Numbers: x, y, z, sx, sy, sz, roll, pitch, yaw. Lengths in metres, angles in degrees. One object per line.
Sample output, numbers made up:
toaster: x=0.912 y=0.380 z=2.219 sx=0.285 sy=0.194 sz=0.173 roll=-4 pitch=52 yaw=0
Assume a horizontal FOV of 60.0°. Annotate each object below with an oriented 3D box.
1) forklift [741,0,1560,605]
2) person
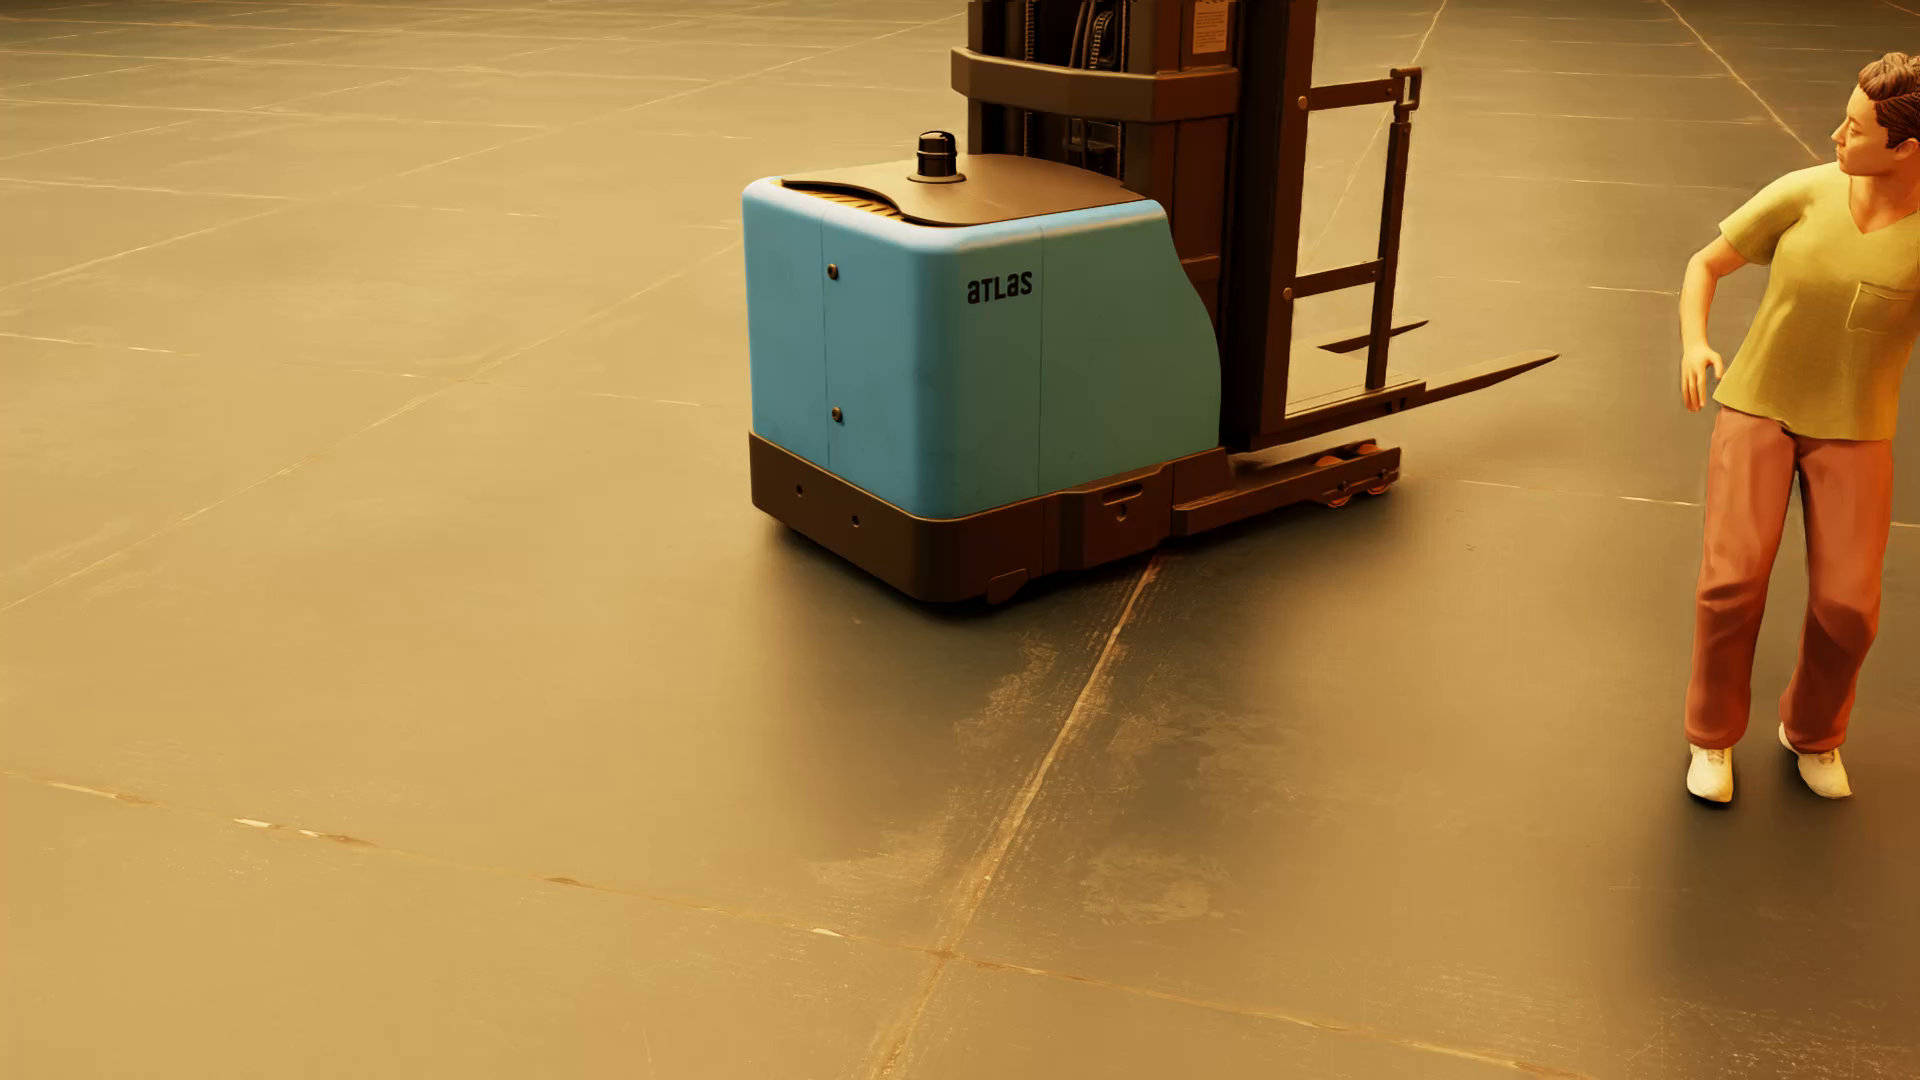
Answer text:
forklift: x=0.832 y=-1.605 z=5.166 sx=3.031 sy=2.935 sz=1.130 roll=-16 pitch=27 yaw=-33
person: x=1.843 y=-0.198 z=3.530 sx=0.692 sy=1.618 sz=0.488 roll=12 pitch=25 yaw=27
